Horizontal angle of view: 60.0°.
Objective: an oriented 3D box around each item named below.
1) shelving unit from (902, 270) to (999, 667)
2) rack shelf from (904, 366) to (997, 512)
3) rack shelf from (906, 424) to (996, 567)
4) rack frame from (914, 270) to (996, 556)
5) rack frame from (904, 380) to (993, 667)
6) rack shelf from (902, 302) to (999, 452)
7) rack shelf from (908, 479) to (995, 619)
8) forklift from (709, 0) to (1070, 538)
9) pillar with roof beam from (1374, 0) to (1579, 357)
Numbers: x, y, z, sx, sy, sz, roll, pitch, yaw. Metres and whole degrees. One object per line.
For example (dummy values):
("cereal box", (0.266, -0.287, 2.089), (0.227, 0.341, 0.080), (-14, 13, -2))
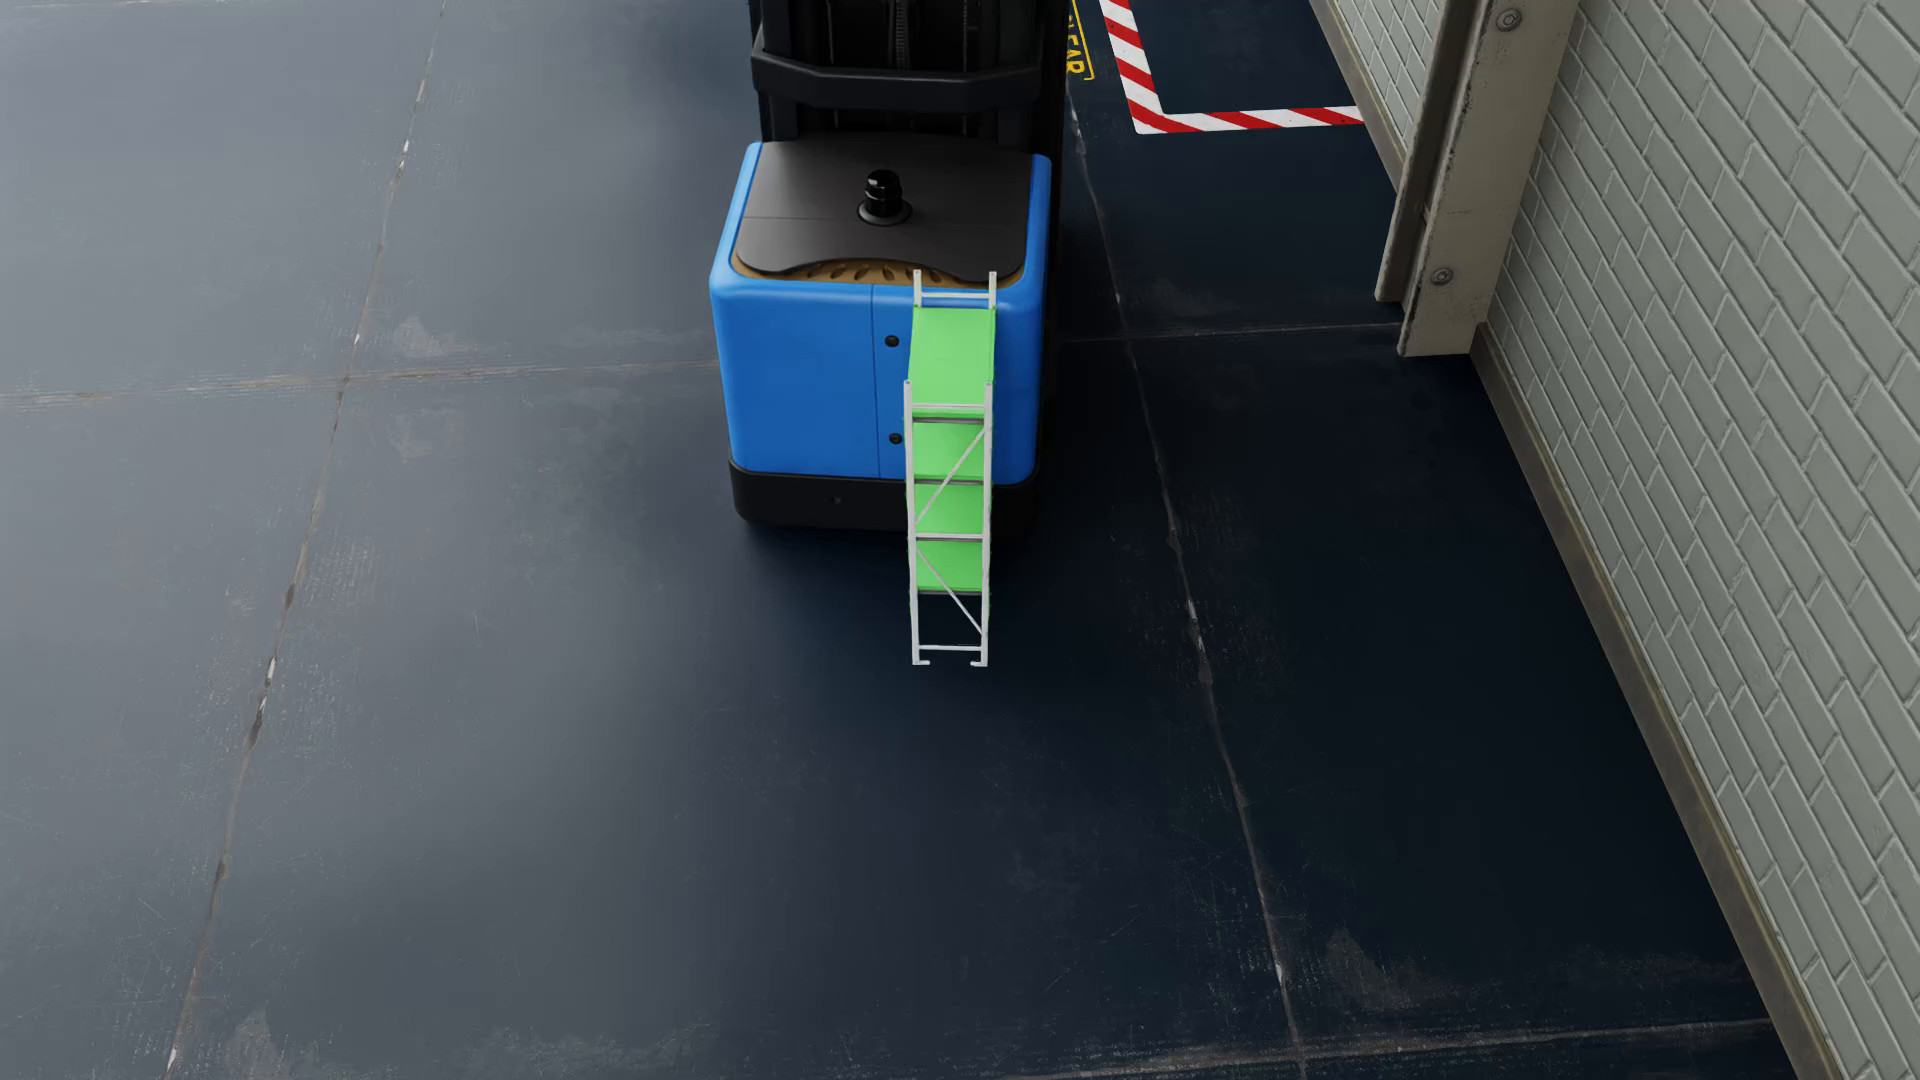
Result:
("shelving unit", (-0.023, -0.188, 5.102), (0.258, 1.200, 0.503), (1, 47, 1))
("rack shelf", (-0.023, -0.310, 4.974), (0.258, 0.148, 0.480), (1, 47, 1))
("rack shelf", (-0.023, -0.145, 5.149), (0.258, 0.148, 0.480), (1, 47, 1))
("rack frame", (-0.015, -0.366, 5.270), (0.240, 1.200, 0.015), (1, 47, 1))
("rack frame", (-0.032, -0.011, 4.934), (0.240, 1.200, 0.015), (1, 47, 1))
("rack shelf", (-0.023, -0.475, 4.800), (0.258, 0.148, 0.480), (1, 47, 1))
("rack shelf", (-0.023, 0.020, 5.323), (0.258, 0.148, 0.480), (1, 47, 1))
("forklift", (-0.152, -2.086, 5.707), (1.130, 2.935, 3.031), (3, 47, 3))
("pillar with roof beam", (-2.454, -3.693, 3.050), (9.100, 9.000, 0.400), (-3, 47, -3))
